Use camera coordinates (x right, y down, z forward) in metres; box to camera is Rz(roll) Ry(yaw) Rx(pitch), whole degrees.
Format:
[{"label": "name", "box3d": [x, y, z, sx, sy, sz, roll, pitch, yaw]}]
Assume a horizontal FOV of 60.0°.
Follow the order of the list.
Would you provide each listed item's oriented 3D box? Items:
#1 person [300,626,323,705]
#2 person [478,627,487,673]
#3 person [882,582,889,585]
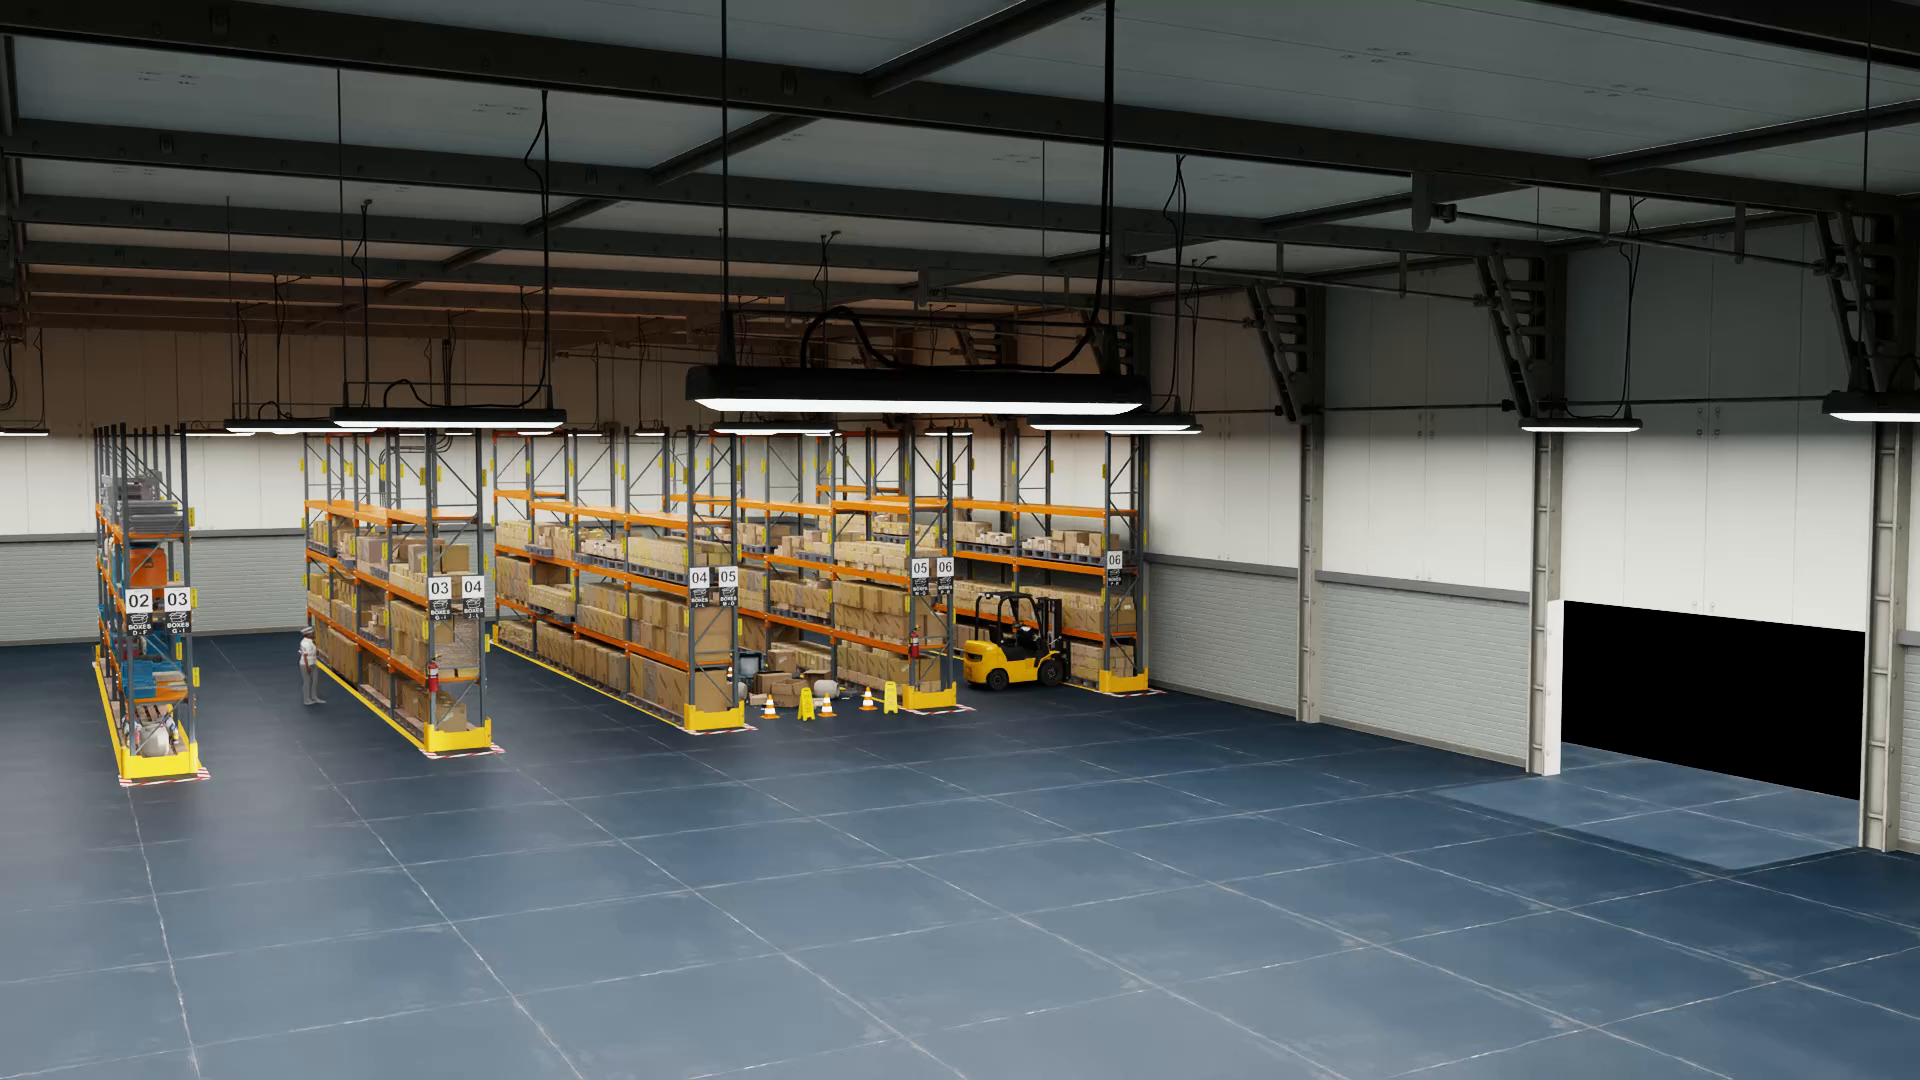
[{"label": "person", "box3d": [-14.063, 2.713, 35.968, 0.378, 1.694, 0.512, 0, 3, 6]}, {"label": "person", "box3d": [-11.706, 2.484, 40.360, 0.435, 1.559, 0.703, -2, 4, -34]}, {"label": "person", "box3d": [-1.974, 1.972, 44.519, 0.581, 1.721, 0.417, 2, 4, 33]}]
